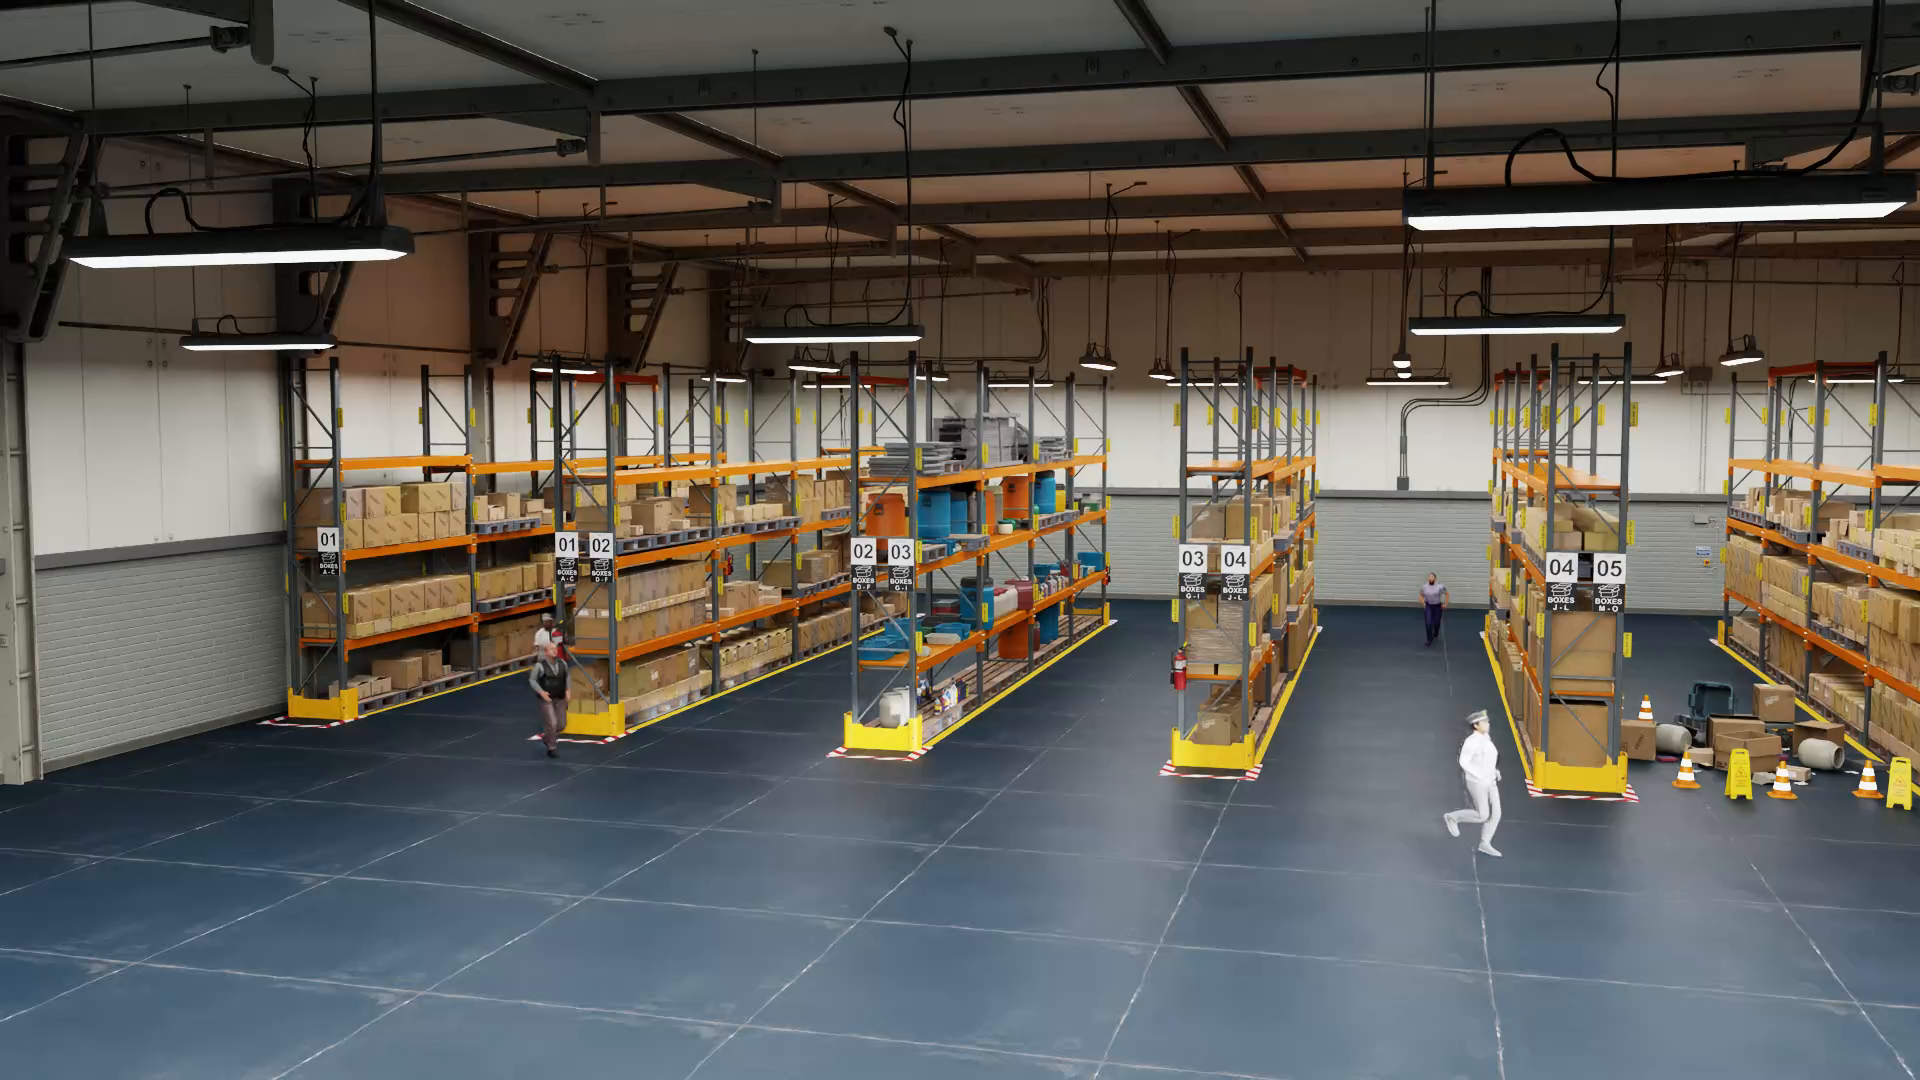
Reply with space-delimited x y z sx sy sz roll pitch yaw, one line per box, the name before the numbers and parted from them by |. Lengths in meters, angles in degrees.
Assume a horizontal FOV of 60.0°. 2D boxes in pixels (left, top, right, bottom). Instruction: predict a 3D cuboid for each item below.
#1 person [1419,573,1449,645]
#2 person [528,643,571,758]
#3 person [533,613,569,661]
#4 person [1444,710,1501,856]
person | 10.416 1.526 36.653 0.608 1.597 0.620 2 5 23
person | -6.090 2.359 24.720 0.693 1.687 0.610 -4 6 -41
person | -6.965 2.098 28.224 0.554 1.751 0.746 1 4 10
person | 5.961 2.775 19.196 0.624 1.672 0.677 -4 6 -44
